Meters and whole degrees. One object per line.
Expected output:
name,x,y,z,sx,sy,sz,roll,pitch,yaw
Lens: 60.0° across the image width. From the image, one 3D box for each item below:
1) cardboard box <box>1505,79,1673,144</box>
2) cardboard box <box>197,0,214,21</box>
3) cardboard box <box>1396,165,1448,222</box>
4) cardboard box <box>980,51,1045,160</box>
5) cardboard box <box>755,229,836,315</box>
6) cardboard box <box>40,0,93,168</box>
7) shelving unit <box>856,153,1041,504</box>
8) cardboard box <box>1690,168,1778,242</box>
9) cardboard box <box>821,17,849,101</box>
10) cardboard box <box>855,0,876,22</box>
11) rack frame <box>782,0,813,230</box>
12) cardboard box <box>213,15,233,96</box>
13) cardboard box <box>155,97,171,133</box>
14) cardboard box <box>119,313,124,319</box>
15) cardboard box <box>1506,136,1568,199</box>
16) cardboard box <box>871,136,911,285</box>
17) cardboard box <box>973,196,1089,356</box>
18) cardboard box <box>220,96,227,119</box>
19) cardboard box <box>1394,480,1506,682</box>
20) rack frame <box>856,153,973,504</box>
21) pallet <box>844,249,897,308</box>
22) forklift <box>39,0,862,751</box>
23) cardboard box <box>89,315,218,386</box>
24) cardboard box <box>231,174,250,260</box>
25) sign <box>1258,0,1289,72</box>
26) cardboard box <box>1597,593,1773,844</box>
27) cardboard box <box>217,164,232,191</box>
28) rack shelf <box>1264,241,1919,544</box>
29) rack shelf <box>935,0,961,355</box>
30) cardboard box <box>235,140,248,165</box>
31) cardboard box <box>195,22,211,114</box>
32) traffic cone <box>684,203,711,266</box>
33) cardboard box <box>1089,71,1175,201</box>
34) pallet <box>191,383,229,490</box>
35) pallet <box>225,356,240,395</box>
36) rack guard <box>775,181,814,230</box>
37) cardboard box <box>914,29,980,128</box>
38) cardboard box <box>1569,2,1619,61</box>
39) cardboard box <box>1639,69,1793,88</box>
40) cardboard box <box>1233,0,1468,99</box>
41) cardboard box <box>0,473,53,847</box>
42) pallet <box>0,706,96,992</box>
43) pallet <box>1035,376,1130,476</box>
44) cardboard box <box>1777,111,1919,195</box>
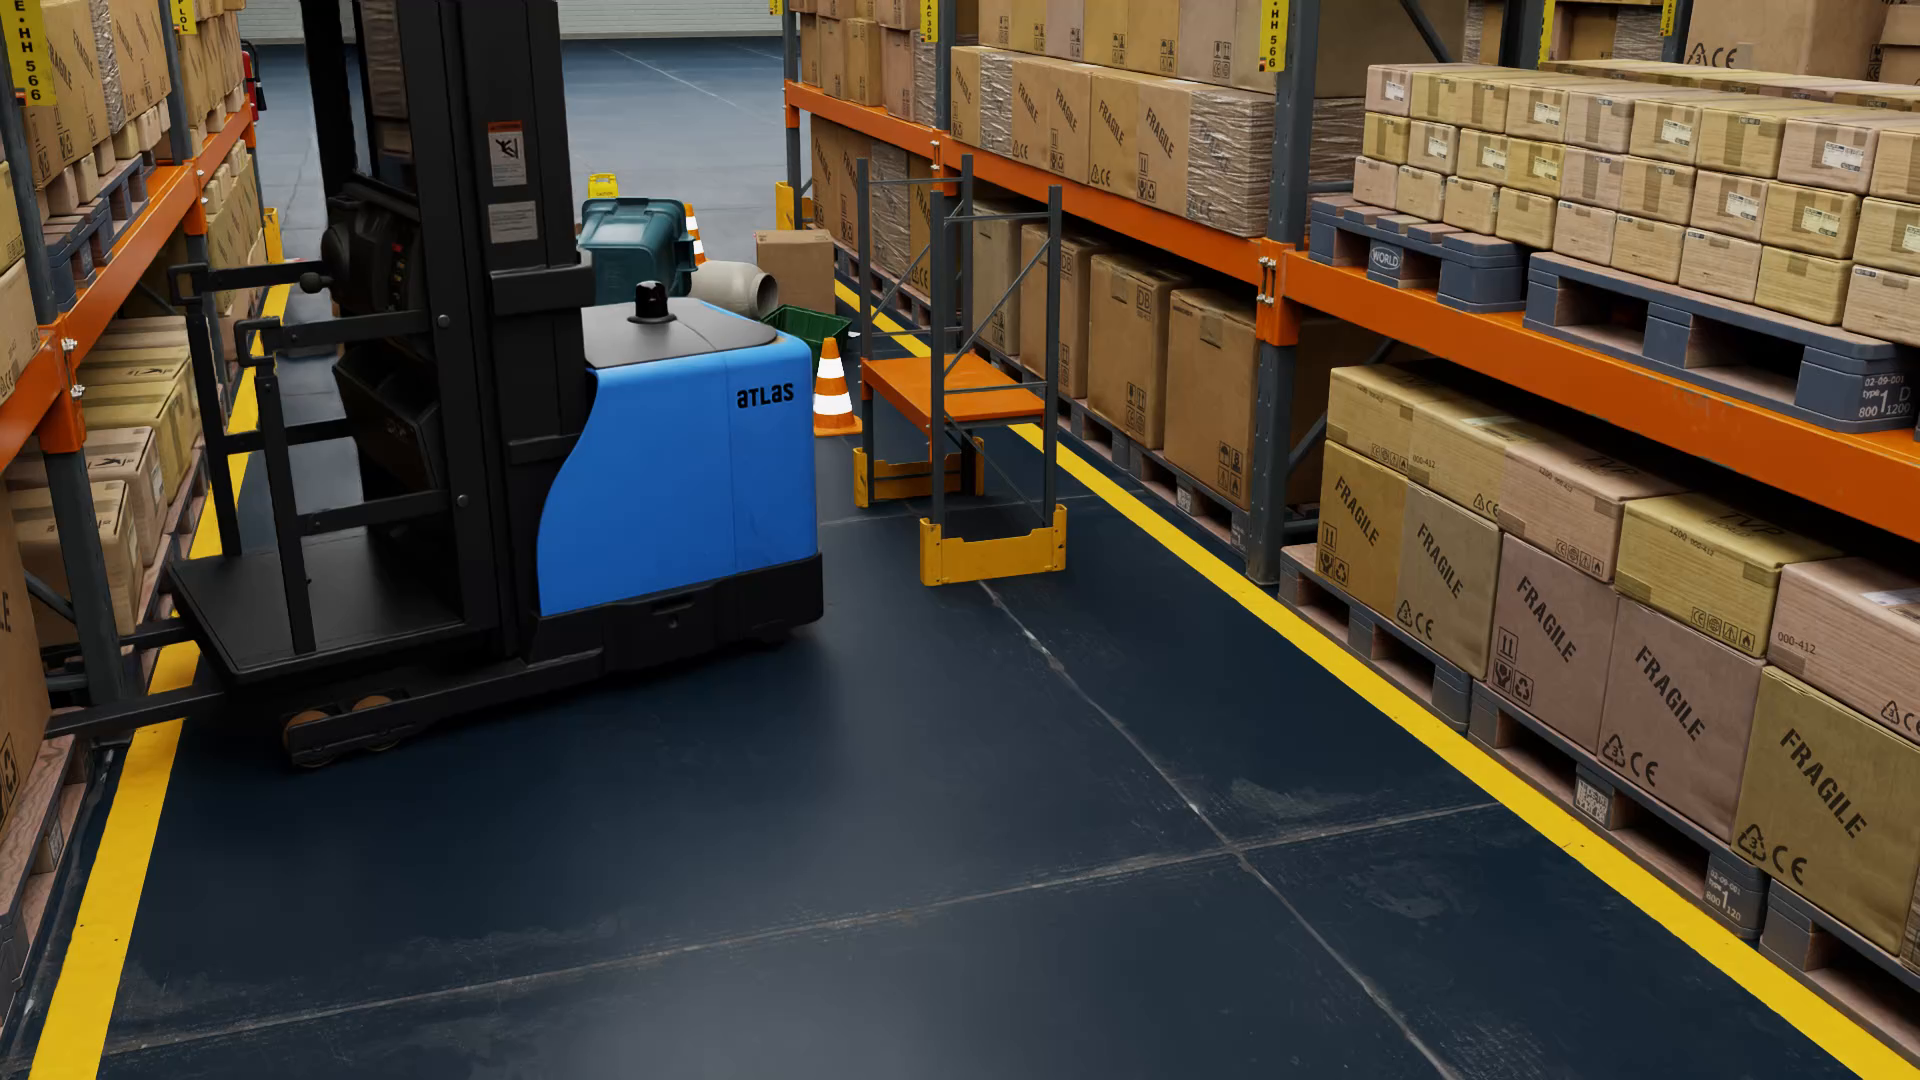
cardboard box,1.814,-1.239,4.799,0.380,0.149,0.250,-7,21,-19
cardboard box,-4.387,-3.012,8.798,0.700,0.500,0.500,-6,21,-17
cardboard box,1.643,-1.127,5.367,0.380,0.149,0.250,-5,20,-15
cardboard box,0.422,-2.270,8.652,0.500,0.500,0.500,-6,21,-17
cardboard box,-1.110,-1.796,11.174,0.500,0.500,0.500,-3,20,-8
cardboard box,-3.150,-1.461,5.337,0.500,0.500,0.500,-5,20,-14
shelving unit,-0.037,-0.743,6.767,0.500,1.500,0.985,-6,21,-17
cardboard box,2.066,-0.842,4.135,0.380,0.149,0.250,-6,21,-15
cardboard box,-0.495,-3.455,11.877,0.875,0.550,0.550,-6,21,-17
cardboard box,-0.227,-3.805,11.252,0.875,0.550,0.500,-6,21,-17
rack frame,-0.905,-3.866,13.243,1.000,3.000,0.127,-6,21,-17
cardboard box,-4.833,-3.028,10.321,0.500,0.500,0.500,-6,21,-17
cardboard box,-3.891,-1.968,7.708,0.380,0.149,0.250,-6,21,-16
cardboard box,-4.756,-1.089,8.957,0.500,0.250,0.500,-5,20,-15
cardboard box,1.825,-1.089,4.821,0.380,0.149,0.250,-6,21,-17
cardboard box,-0.066,-2.278,11.344,0.875,0.875,0.875,-6,21,-17
cardboard box,0.633,-1.532,9.450,1.050,0.750,0.750,-6,21,-17
cardboard box,-4.783,-2.689,10.338,0.380,0.149,0.250,-7,21,-18
cardboard box,1.751,0.095,5.291,0.500,0.500,0.500,-6,21,-17
rack frame,-0.187,-0.896,7.193,0.500,1.500,0.032,-6,21,-17
pallet,-0.199,-1.915,11.935,1.003,0.211,1.213,-6,21,-17
forklift,-1.773,-1.256,6.077,4.586,2.935,2.622,-13,23,-32
cardboard box,-4.148,-0.817,8.020,0.950,0.372,0.625,-6,21,-17
cardboard box,-4.754,-2.005,10.398,0.500,0.500,0.500,-7,21,-18
sign,1.084,-1.784,5.732,0.100,0.325,0.005,-6,21,-17
cardboard box,2.077,0.423,4.378,0.500,0.500,0.500,-7,21,-18
cardboard box,-4.477,-2.101,9.707,0.380,0.149,0.250,-5,20,-14
rack shelf,2.238,-0.318,4.430,1.077,0.370,4.000,-6,21,-17
rack shelf,8.062,-2.726,10.068,15.905,3.000,4.168,-6,21,-17
cardboard box,-4.894,-2.529,10.899,0.380,0.149,0.250,-6,21,-16
cardboard box,-4.368,-2.541,8.964,0.500,0.500,0.500,-6,21,-17
traffic cone,-2.086,-2.351,12.777,0.336,0.463,0.334,-6,21,-17
cardboard box,0.901,-1.783,7.294,0.500,0.500,0.500,-7,21,-18
pallet,-4.069,-0.462,7.891,1.003,0.211,1.213,-6,21,-17
pallet,-4.560,-0.924,9.175,1.003,0.211,1.213,-6,21,-17
rack guard,-0.912,-2.697,13.687,1.175,0.500,0.348,-6,21,-17
cardboard box,0.225,-2.770,9.970,0.875,0.550,0.550,-6,21,-17
cardboard box,4.886,-3.579,11.856,0.875,0.500,0.500,-6,21,-17
cardboard box,2.358,-1.385,5.205,0.380,0.149,0.250,-6,21,-16
cardboard box,1.478,-1.962,6.313,0.700,0.500,0.500,-7,21,-17
cardboard box,-2.919,0.292,4.187,0.875,0.875,0.875,-7,21,-18
pallet,-2.881,0.833,4.285,1.003,0.211,1.213,-6,21,-17
pallet,1.054,-0.638,8.381,1.003,0.211,1.213,-6,21,-17
cardboard box,2.147,-0.901,3.858,0.380,0.149,0.250,-7,21,-20
